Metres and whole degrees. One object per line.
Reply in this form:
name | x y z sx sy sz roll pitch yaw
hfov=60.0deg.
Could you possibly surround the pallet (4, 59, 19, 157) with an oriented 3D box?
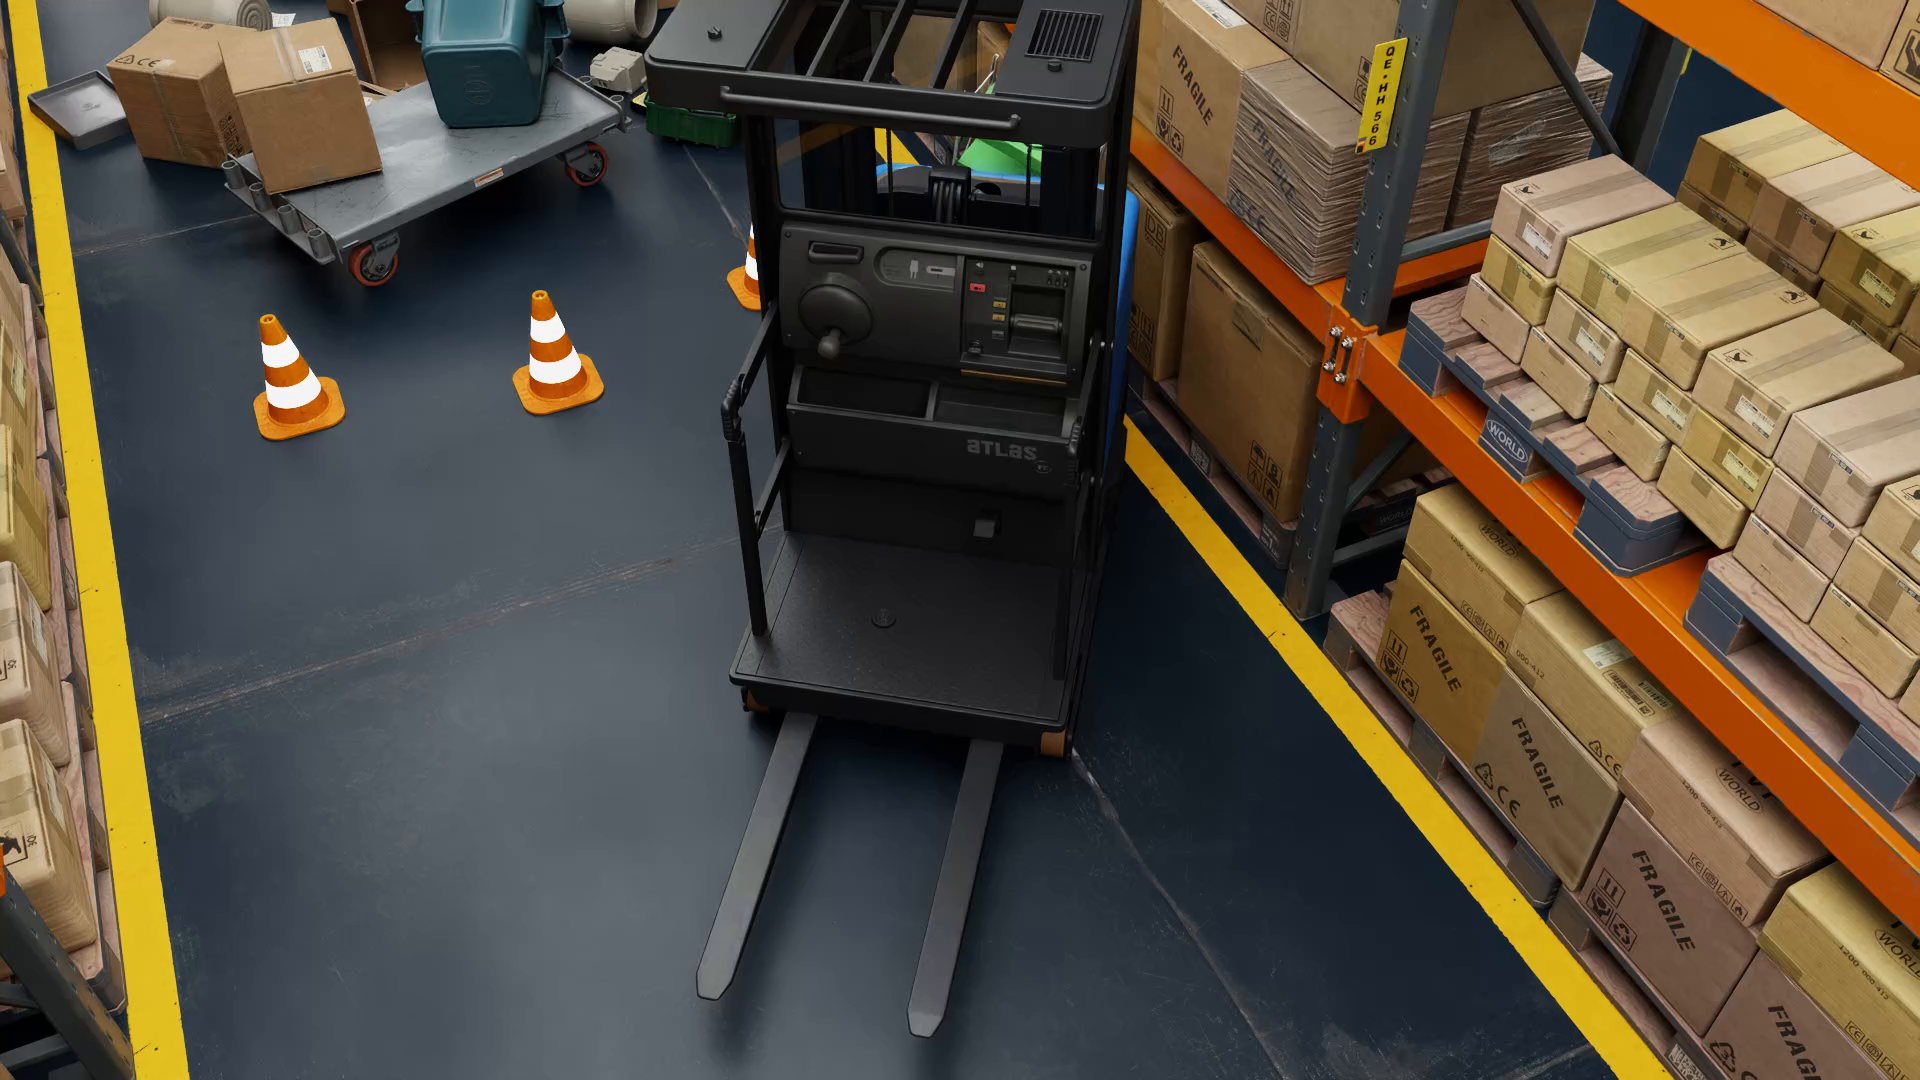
pallet | -5.319 -2.181 8.310 1.003 0.211 1.213 -18 47 -17

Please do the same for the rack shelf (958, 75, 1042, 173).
rack shelf | 0.266 -1.511 6.249 0.480 0.148 0.258 31 64 9

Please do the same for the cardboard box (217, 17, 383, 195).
cardboard box | -2.885 -1.902 7.282 0.500 0.500 0.500 -18 47 -17

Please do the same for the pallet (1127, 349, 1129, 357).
pallet | 0.871 -1.263 7.380 1.003 0.211 1.213 -18 47 -17

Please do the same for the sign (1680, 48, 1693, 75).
sign | 2.132 -1.505 4.871 0.100 0.325 0.005 -18 47 -17

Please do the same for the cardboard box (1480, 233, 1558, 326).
cardboard box | 1.664 -0.753 4.546 0.380 0.149 0.250 -16 47 -16

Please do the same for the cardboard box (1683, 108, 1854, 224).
cardboard box | 2.265 -1.049 4.634 0.380 0.149 0.250 -20 48 -19

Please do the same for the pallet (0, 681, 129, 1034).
pallet | -3.133 1.066 5.019 1.003 0.211 1.213 -18 47 -17

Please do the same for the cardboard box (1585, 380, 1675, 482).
cardboard box | 1.875 -0.327 4.326 0.380 0.149 0.250 -16 47 -15

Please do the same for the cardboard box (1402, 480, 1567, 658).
cardboard box | 1.714 0.030 5.031 0.500 0.250 0.500 -20 48 -19

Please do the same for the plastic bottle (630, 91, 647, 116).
plastic bottle | -1.524 -2.188 8.424 0.283 0.061 0.133 26 50 24

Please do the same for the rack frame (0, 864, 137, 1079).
rack frame | -2.805 0.572 3.535 1.000 3.000 0.127 -18 47 -17

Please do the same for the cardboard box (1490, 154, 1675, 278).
cardboard box | 1.664 -0.872 4.454 0.380 0.149 0.250 -18 47 -17

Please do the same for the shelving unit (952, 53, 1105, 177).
shelving unit | 0.225 -1.325 6.619 0.503 1.200 0.258 31 64 9

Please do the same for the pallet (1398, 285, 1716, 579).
pallet | 2.040 -0.464 4.721 1.213 0.211 1.003 -18 47 -17

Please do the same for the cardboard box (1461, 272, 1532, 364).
cardboard box | 1.648 -0.670 4.673 0.380 0.149 0.250 -19 48 -18

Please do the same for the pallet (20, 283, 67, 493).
pallet | -4.159 -0.489 6.595 1.003 0.211 1.213 -18 47 -17

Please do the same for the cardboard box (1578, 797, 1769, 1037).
cardboard box | 2.144 0.957 4.625 0.500 0.500 0.500 -19 48 -18

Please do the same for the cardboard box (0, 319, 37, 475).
cardboard box | -3.959 -0.401 6.092 0.950 0.372 0.625 -15 47 -15

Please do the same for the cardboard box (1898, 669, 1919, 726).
cardboard box | 2.316 0.341 3.649 0.380 0.149 0.250 -19 48 -19

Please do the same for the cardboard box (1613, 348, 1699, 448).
cardboard box | 1.895 -0.412 4.200 0.380 0.149 0.250 -19 48 -19

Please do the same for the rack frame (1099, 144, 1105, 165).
rack frame | 0.432 -1.201 6.579 0.015 1.200 0.240 31 64 9

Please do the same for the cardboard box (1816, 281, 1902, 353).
cardboard box | 2.491 -0.604 4.394 0.380 0.149 0.250 -17 47 -16

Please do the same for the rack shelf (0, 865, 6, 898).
rack shelf | -1.964 2.102 2.496 1.077 0.370 4.000 -18 47 -17

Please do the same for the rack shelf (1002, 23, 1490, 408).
rack shelf | 0.802 -1.973 6.626 1.077 0.370 4.000 -18 47 -17

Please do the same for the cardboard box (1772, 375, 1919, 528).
cardboard box | 2.103 -0.206 3.779 0.380 0.149 0.250 -16 47 -16

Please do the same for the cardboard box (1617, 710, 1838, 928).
cardboard box | 2.123 0.672 4.380 0.500 0.250 0.500 -18 47 -17

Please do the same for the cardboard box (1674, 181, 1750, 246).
cardboard box | 2.264 -0.940 4.735 0.380 0.149 0.250 -17 47 -17

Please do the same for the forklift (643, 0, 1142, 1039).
forklift | -0.119 -0.610 4.781 1.130 2.935 3.031 8 45 8

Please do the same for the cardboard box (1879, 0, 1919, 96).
cardboard box | 2.074 -0.982 2.902 0.500 0.500 0.500 -18 47 -17

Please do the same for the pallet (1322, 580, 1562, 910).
pallet | 1.971 0.536 5.556 1.003 0.211 1.213 -18 47 -17

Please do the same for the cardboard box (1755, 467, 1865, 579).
cardboard box | 2.106 -0.092 3.876 0.380 0.149 0.250 -18 47 -17

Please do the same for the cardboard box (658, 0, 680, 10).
cardboard box | -1.622 -3.301 9.238 0.500 0.500 0.500 -11 46 -11

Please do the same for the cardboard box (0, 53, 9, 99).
cardboard box | -4.951 -2.278 8.082 0.500 0.250 0.500 -19 48 -18

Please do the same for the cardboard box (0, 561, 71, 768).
cardboard box | -3.351 0.527 5.152 0.950 0.372 0.625 -19 48 -18

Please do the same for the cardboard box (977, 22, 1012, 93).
cardboard box | 0.706 -1.867 7.310 1.050 0.750 0.750 -18 47 -17

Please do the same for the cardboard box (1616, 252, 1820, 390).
cardboard box | 1.876 -0.547 4.125 0.380 0.149 0.250 -18 47 -18

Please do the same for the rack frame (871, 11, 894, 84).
rack frame | -0.039 -3.504 7.665 1.000 3.000 0.127 -18 47 -17

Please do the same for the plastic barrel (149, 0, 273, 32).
plastic barrel | -3.927 -2.740 8.726 0.512 0.421 0.421 11 46 11

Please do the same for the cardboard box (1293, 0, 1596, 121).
cardboard box | 1.464 -1.635 4.988 0.700 0.500 0.500 -18 47 -18

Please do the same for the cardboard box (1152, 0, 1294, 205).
cardboard box | 1.002 -1.516 5.580 0.500 0.500 0.500 -18 47 -17

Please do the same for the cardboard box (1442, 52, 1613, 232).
cardboard box | 1.699 -1.356 5.417 0.500 0.500 0.500 -18 47 -17

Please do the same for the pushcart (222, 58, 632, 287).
pushcart | -2.440 -1.749 7.754 1.648 0.377 0.936 -35 54 -30

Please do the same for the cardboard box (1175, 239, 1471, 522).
cardboard box | 1.469 -0.718 6.145 1.050 0.750 0.750 -19 48 -18

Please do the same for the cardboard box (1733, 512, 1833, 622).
cardboard box | 2.104 0.013 3.981 0.380 0.149 0.250 -17 47 -16

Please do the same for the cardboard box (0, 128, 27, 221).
cardboard box | -4.490 -1.604 7.398 0.500 0.250 0.500 -20 48 -19

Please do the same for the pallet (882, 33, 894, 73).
pallet | -0.287 -3.019 9.159 1.003 0.211 1.213 -18 47 -17

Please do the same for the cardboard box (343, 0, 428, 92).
cardboard box | -2.733 -2.721 8.553 0.797 0.637 0.503 -18 47 -17

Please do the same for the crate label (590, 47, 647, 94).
crate label | -1.773 -2.437 8.623 0.250 0.136 0.298 18 47 18

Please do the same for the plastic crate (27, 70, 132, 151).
plastic crate | -4.403 -2.181 8.403 0.402 0.080 0.583 -35 54 -30

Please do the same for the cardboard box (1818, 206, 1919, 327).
cardboard box | 2.479 -0.722 4.302 0.380 0.149 0.250 -17 47 -16

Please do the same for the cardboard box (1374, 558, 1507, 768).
cardboard box | 1.709 0.312 5.279 0.500 0.500 0.500 -20 48 -19

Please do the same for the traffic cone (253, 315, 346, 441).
traffic cone | -2.696 -0.698 6.627 0.336 0.463 0.334 -18 47 -17
